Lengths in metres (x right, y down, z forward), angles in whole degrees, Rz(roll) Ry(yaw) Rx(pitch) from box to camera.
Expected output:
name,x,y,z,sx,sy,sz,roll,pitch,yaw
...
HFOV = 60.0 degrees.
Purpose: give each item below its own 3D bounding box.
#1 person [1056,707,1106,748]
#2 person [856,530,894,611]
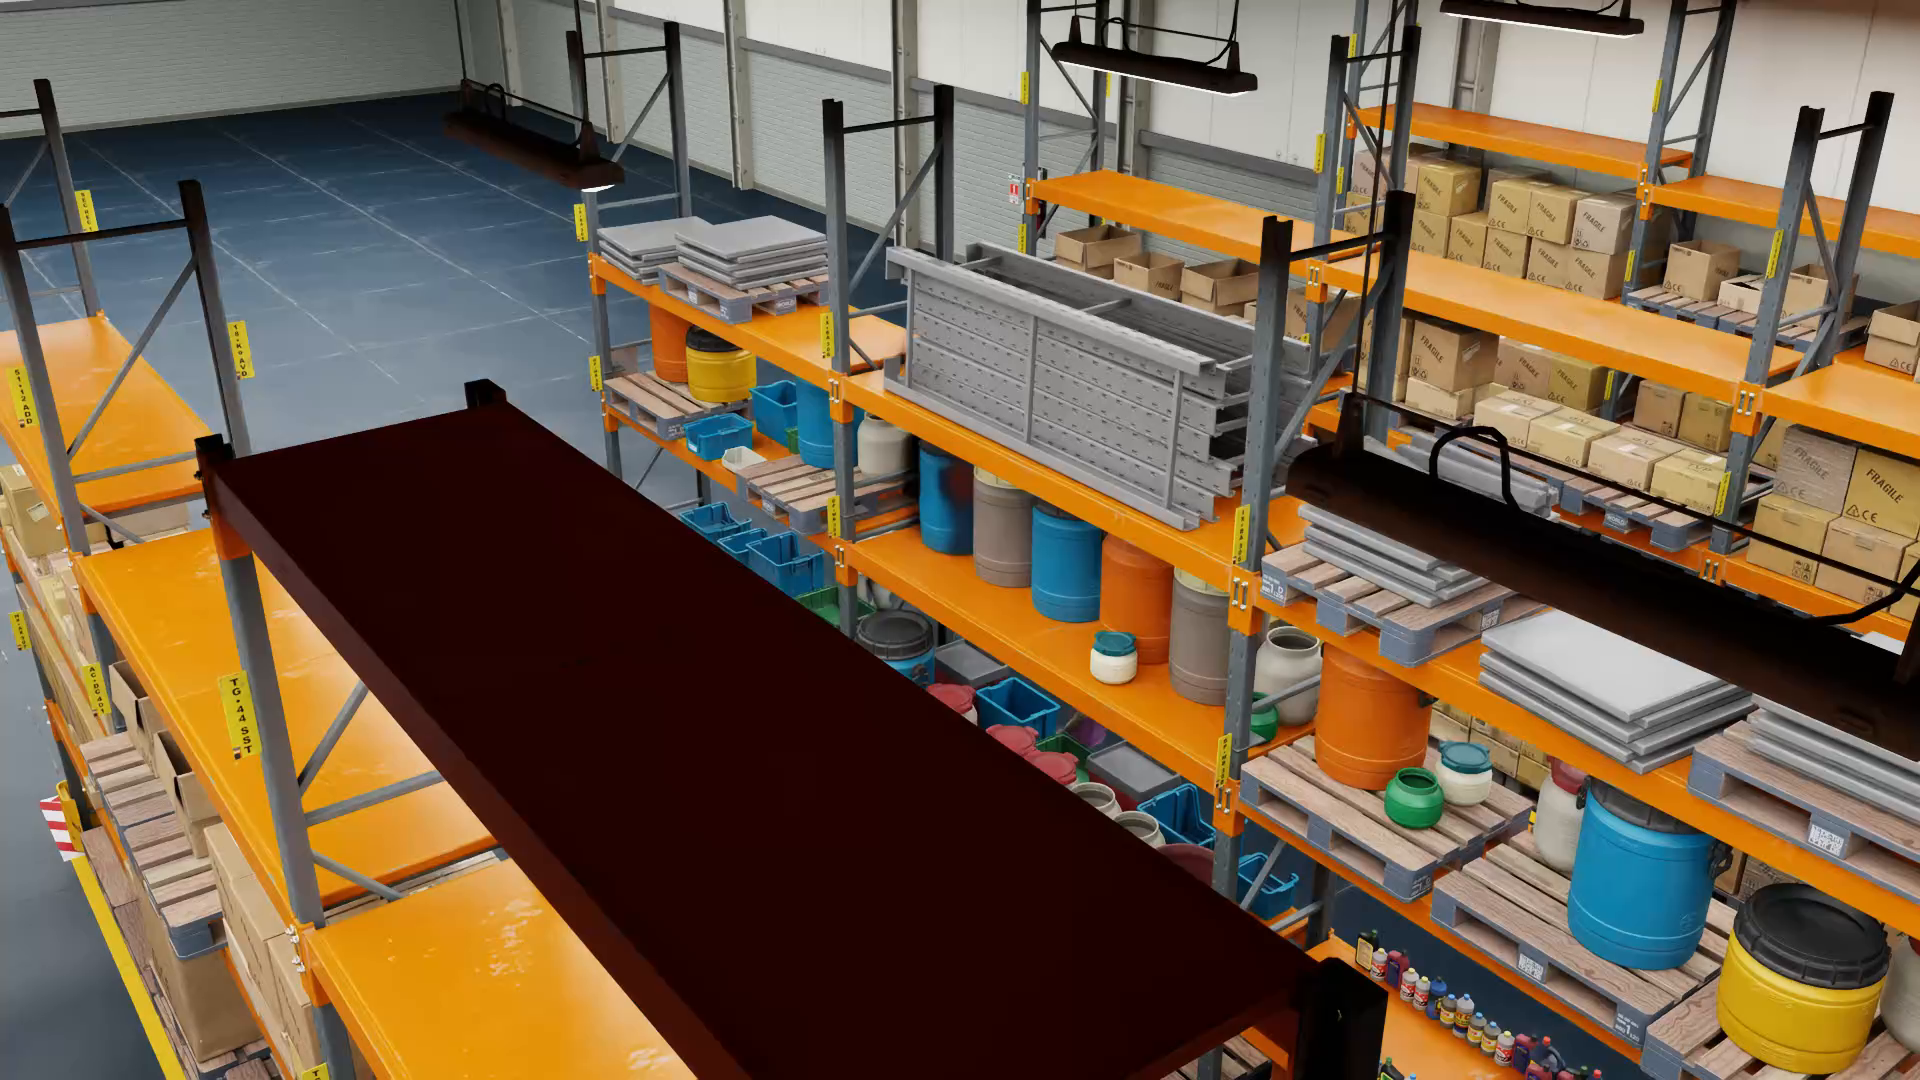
name,x,y,z,sx,sy,sz,roll,pitch,yaw
person,0.978,1.591,13.734,0.536,1.542,0.458,21,32,38
person,-0.906,0.233,16.337,0.549,1.767,0.534,-2,25,-5
